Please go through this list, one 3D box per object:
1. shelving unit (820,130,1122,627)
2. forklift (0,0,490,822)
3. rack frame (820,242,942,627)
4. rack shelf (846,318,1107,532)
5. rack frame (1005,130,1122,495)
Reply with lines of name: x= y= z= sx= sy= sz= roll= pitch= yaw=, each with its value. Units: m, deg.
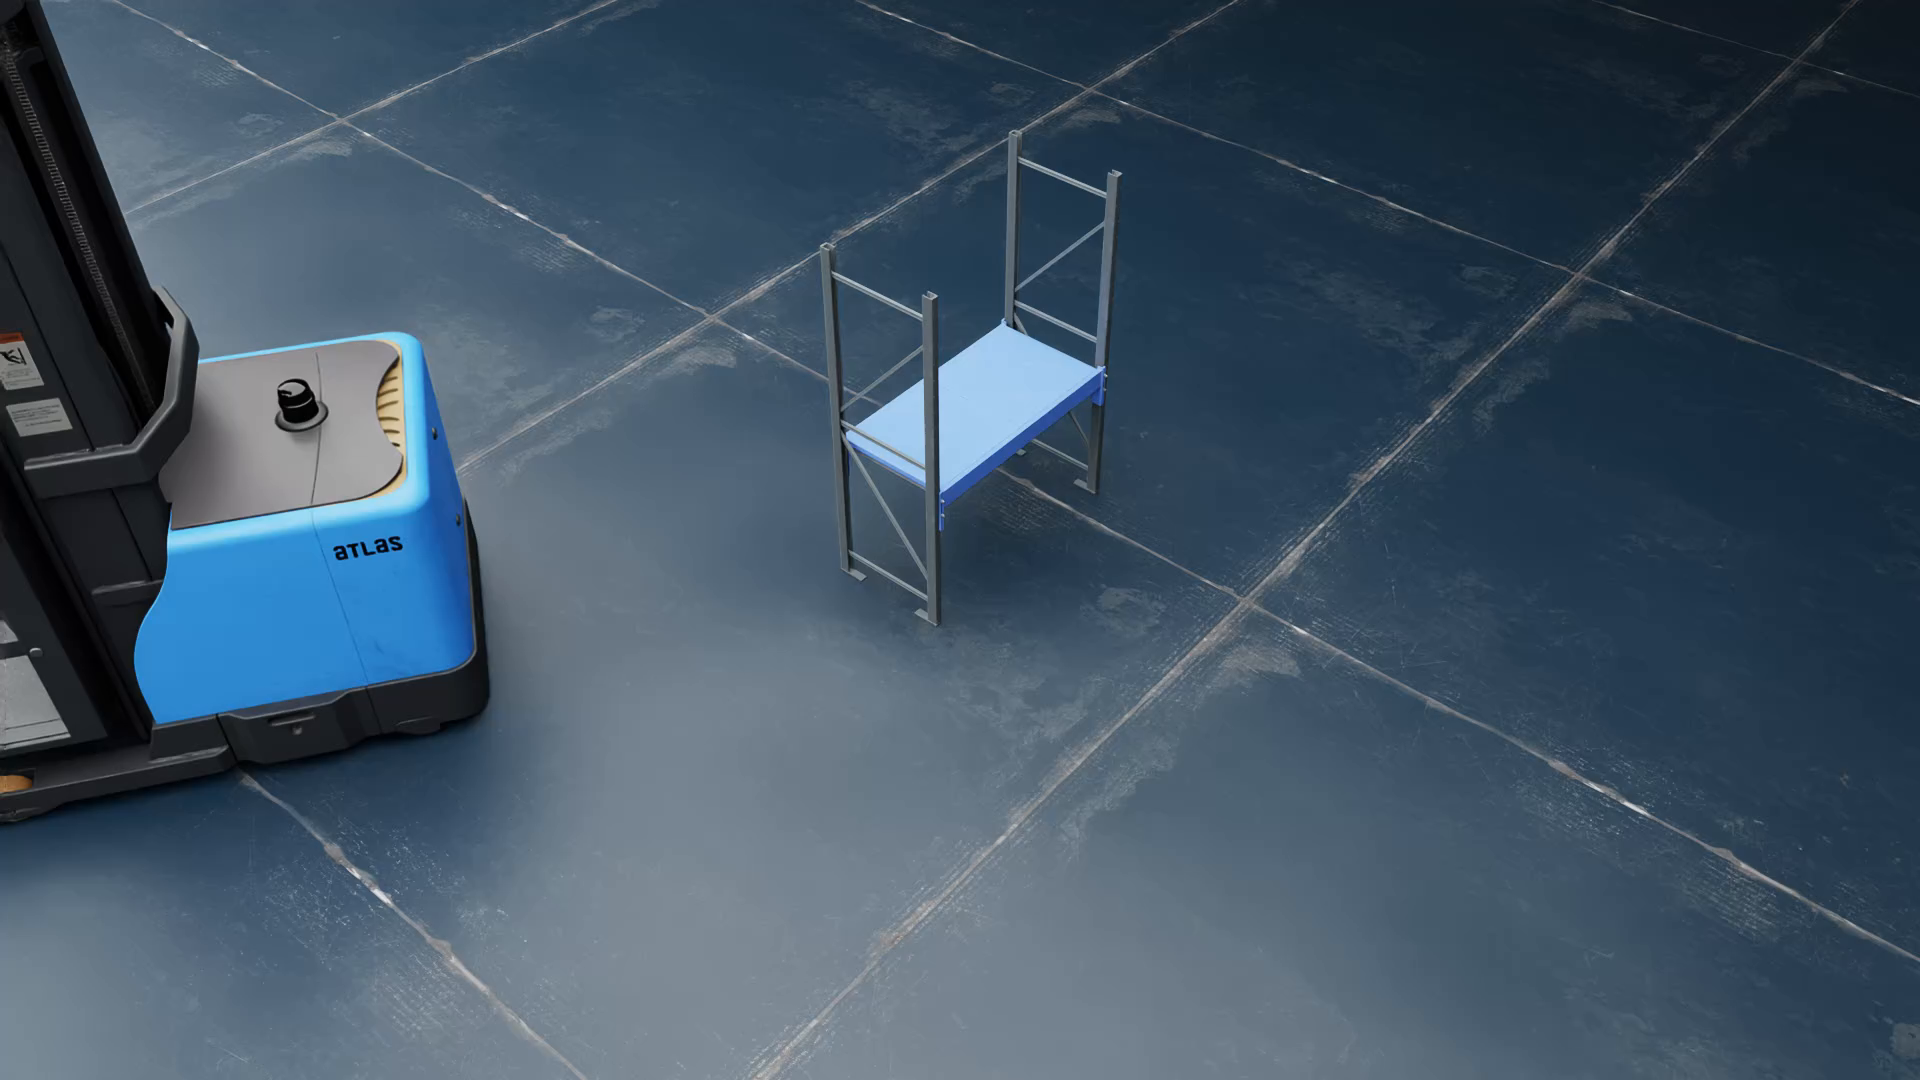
shelving unit: x=0.055 y=-0.599 z=6.294 sx=0.538 sy=1.500 sz=1.048 roll=29 pitch=50 yaw=28
forklift: x=-3.278 y=-0.484 z=5.103 sx=3.031 sy=2.935 sz=1.130 roll=-10 pitch=43 yaw=-11
rack frame: x=-0.272 y=-0.337 z=6.006 sx=0.500 sy=1.500 sz=0.032 roll=29 pitch=50 yaw=28
rack shelf: x=0.055 y=-0.466 z=6.415 sx=0.538 sy=0.185 sz=1.000 roll=29 pitch=50 yaw=28
rack frame: x=0.382 y=-0.861 z=6.582 sx=0.500 sy=1.500 sz=0.032 roll=29 pitch=50 yaw=28
